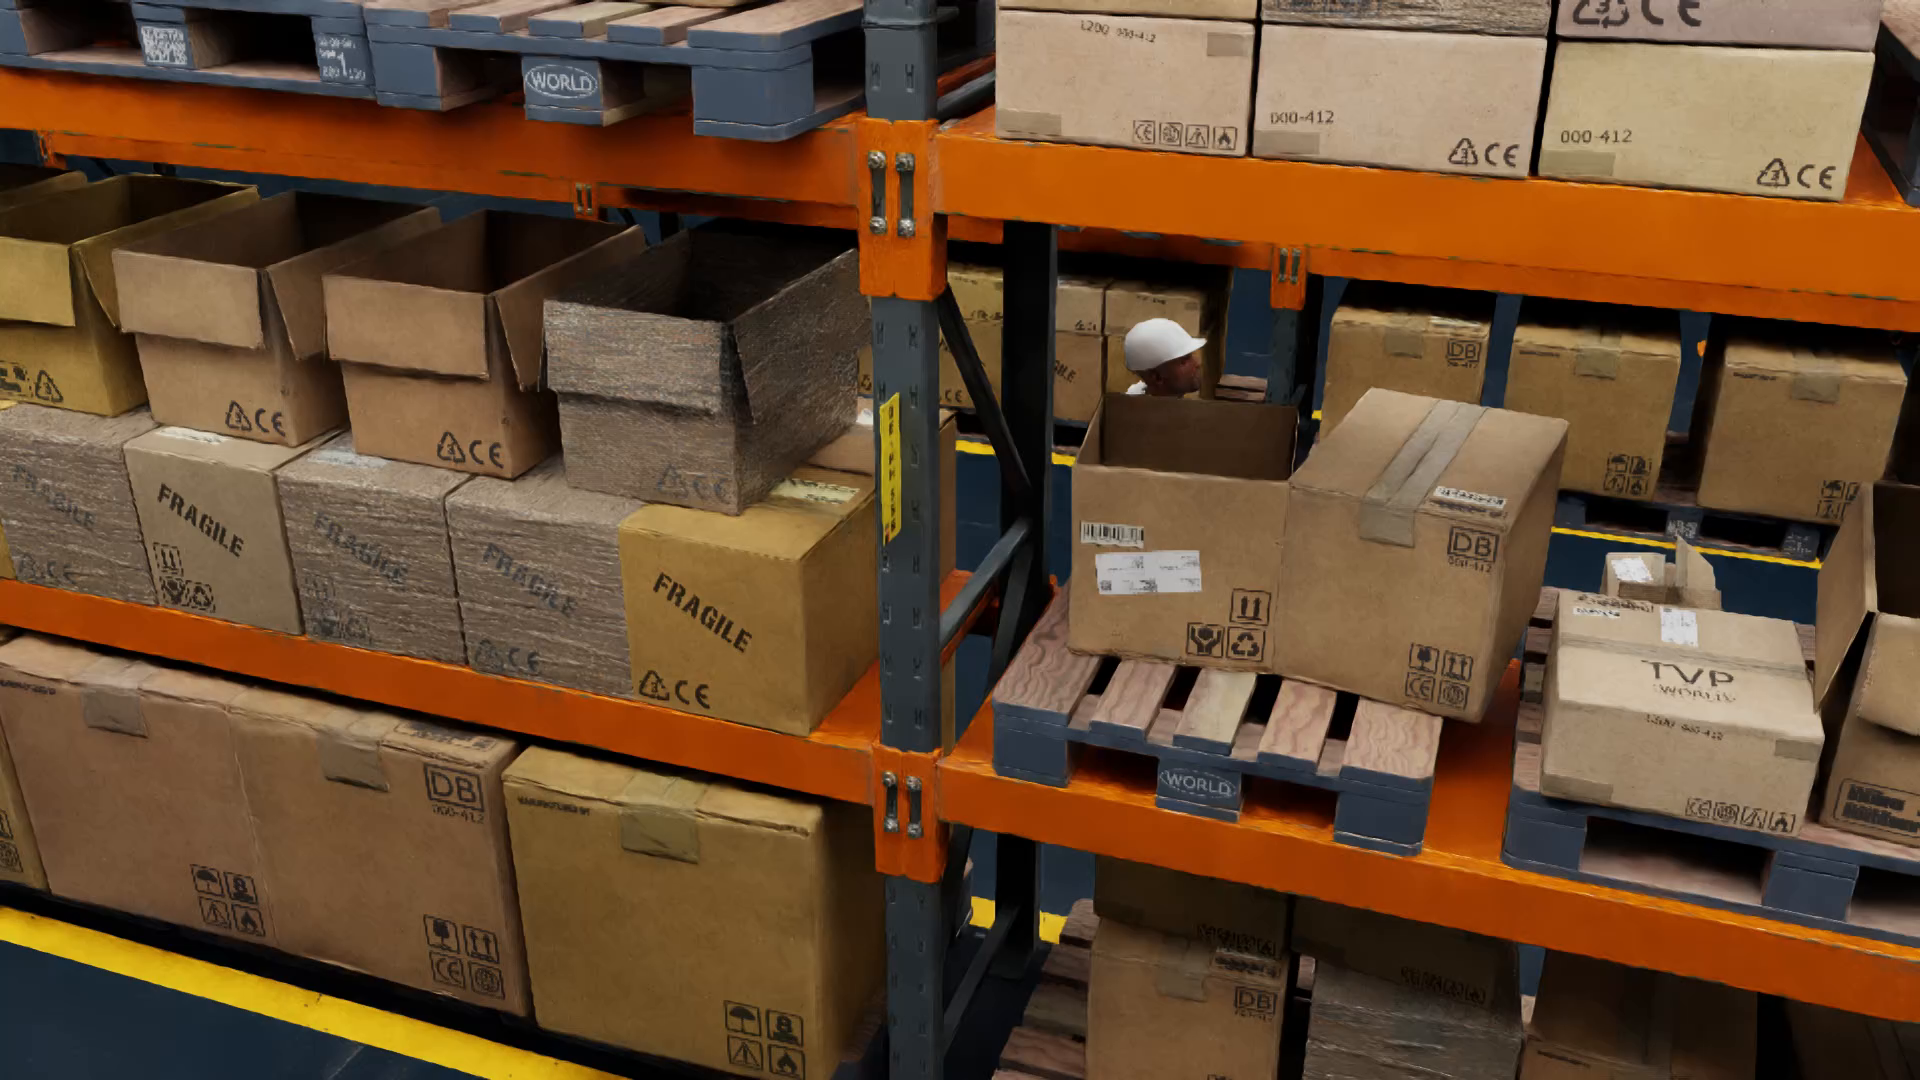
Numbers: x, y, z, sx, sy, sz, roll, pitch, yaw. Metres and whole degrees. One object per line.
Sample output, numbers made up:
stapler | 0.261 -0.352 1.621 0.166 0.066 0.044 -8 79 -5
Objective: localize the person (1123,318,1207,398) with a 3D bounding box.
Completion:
person | 0.849 0.066 5.959 0.865 1.746 0.662 10 27 20
